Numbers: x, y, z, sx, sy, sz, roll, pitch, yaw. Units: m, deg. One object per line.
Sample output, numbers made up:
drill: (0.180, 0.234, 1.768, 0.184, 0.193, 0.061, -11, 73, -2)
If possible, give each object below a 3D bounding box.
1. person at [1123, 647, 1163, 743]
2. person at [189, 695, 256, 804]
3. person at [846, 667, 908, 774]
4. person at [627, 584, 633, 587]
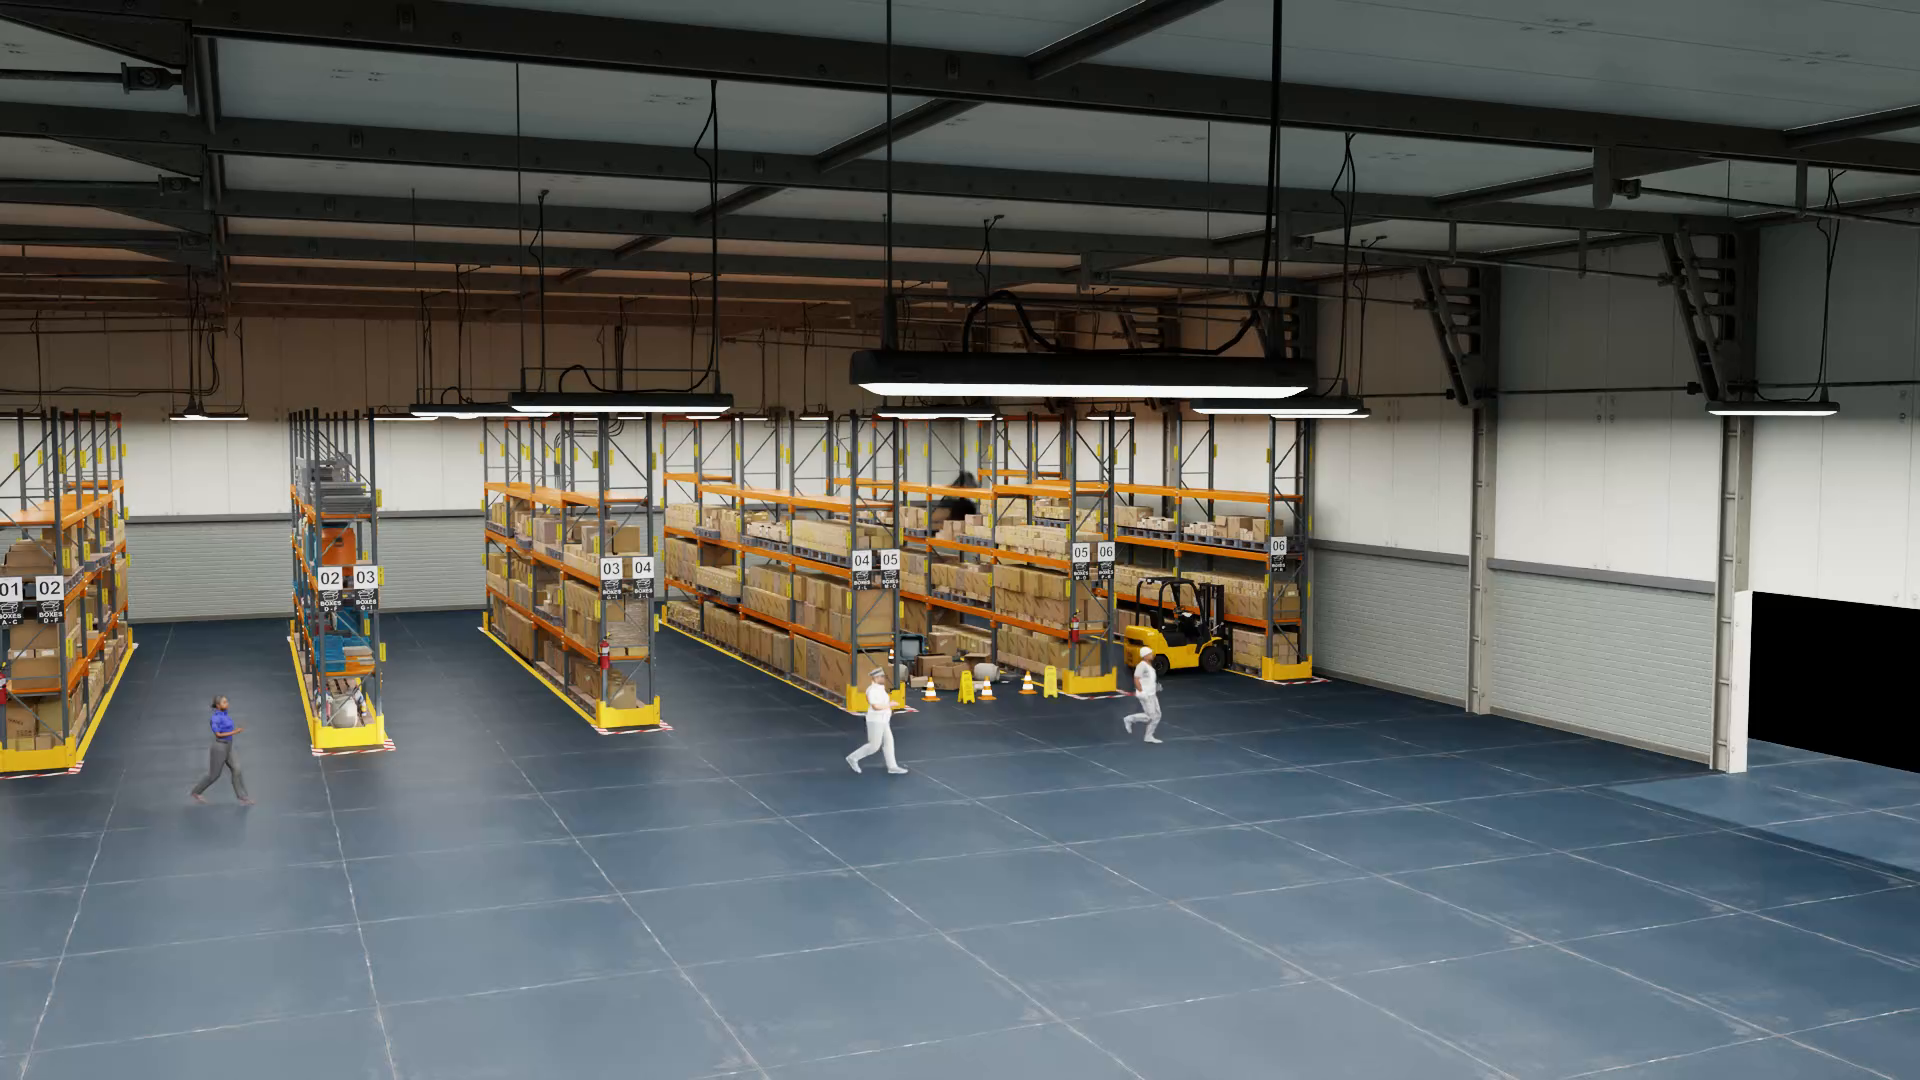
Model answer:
person: (3.292, 2.774, 29.867, 0.662, 1.728, 0.672, 1, 4, 20)
person: (-11.009, 3.136, 24.798, 0.929, 1.656, 0.570, 0, 4, -3)
person: (-1.342, 2.922, 26.951, 0.992, 1.746, 0.678, 1, 4, 7)
person: (-9.712, 1.578, 47.746, 0.816, 1.607, 0.699, 0, 4, 3)
